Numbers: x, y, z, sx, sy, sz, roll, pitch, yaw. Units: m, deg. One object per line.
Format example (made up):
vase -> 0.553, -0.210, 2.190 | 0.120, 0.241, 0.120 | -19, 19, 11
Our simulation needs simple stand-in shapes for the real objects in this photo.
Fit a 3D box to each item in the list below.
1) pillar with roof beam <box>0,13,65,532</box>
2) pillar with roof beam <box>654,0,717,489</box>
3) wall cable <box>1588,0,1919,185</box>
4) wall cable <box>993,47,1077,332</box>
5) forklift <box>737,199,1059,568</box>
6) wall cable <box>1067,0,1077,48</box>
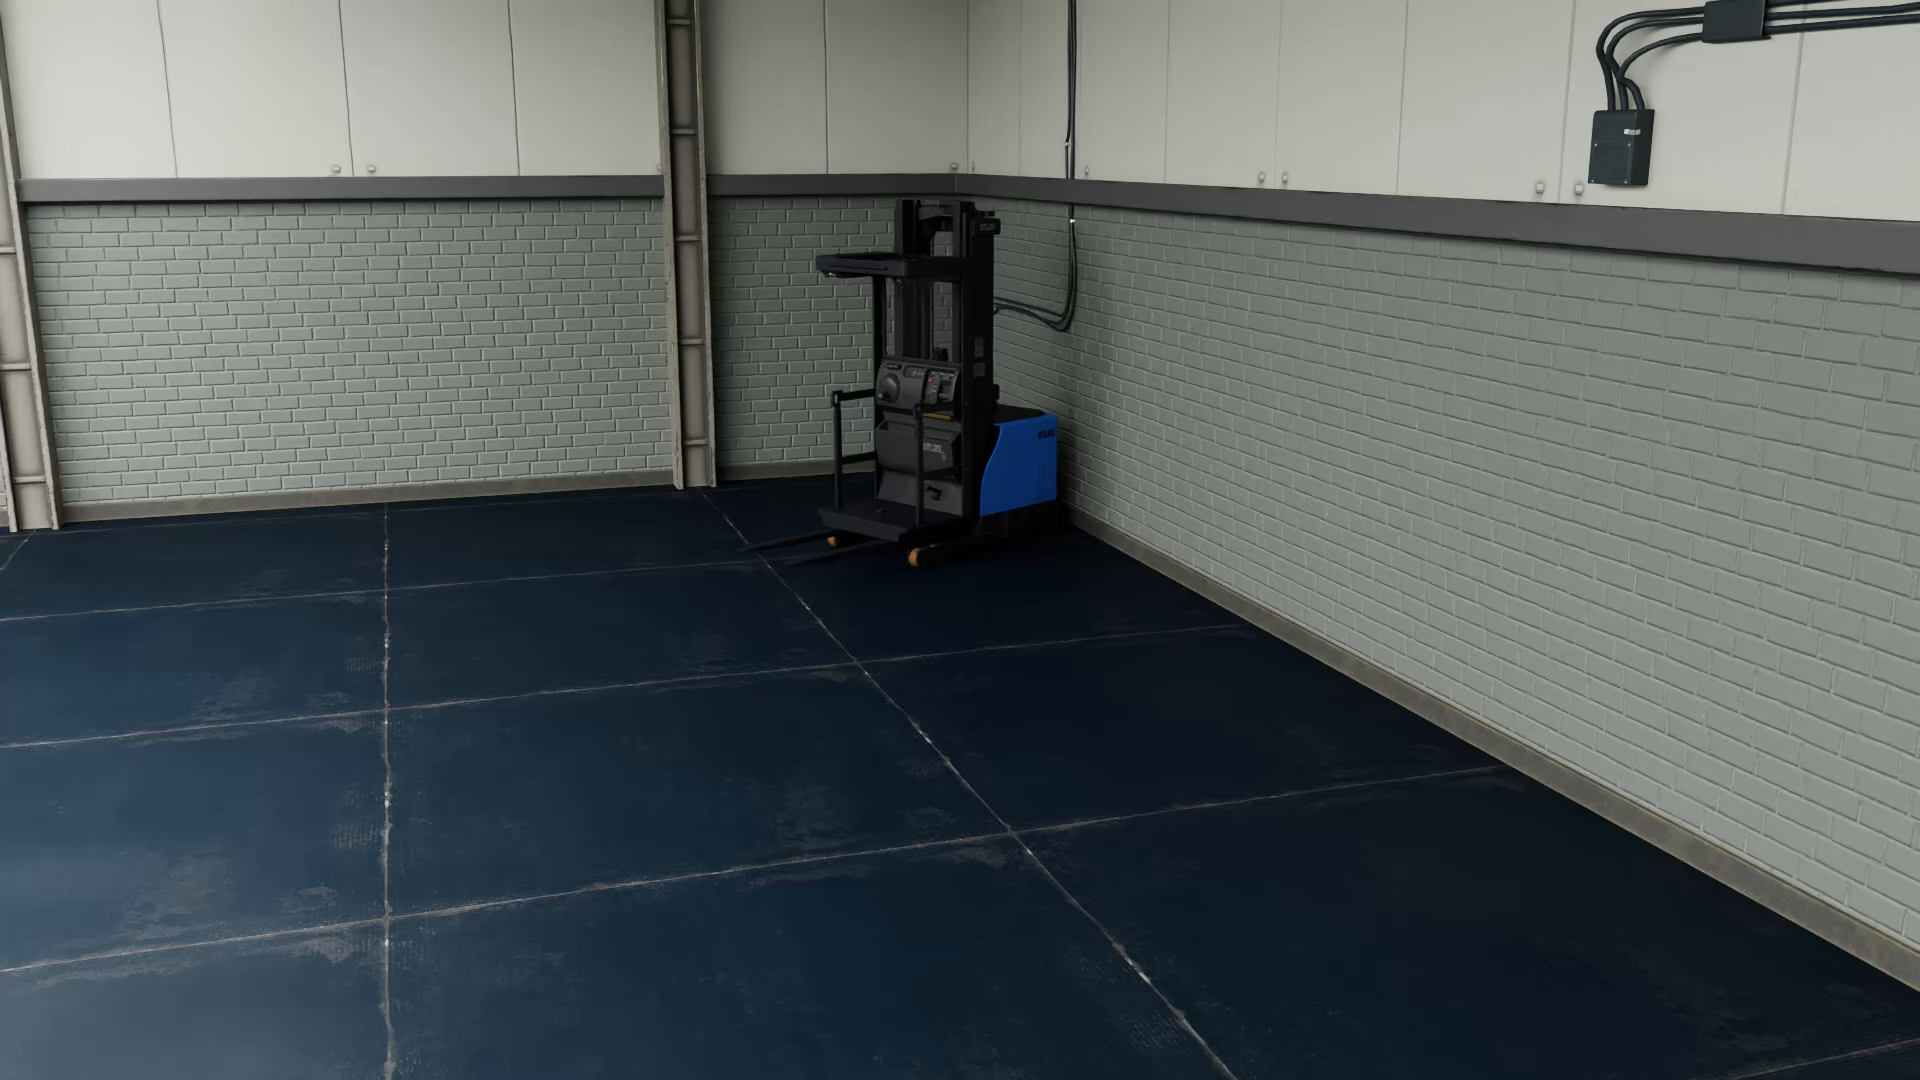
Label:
pillar with roof beam -> -7.024, -3.553, 10.134 | 0.400, 9.000, 9.100 | -4, 14, -18
pillar with roof beam -> -1.337, -3.996, 11.996 | 0.400, 9.000, 9.100 | -4, 14, -18
wall cable -> 3.517, -4.439, 6.508 | 0.169, 6.003, 2.305 | -4, 14, -18
wall cable -> 0.504, -3.357, 16.019 | 0.112, 2.526, 3.097 | -4, 14, -18
forklift -> -0.502, -1.329, 13.898 | 1.130, 2.935, 3.031 | 13, 18, 42
wall cable -> 1.367, -5.221, 12.940 | 0.112, 2.526, 3.097 | -4, 14, -18
